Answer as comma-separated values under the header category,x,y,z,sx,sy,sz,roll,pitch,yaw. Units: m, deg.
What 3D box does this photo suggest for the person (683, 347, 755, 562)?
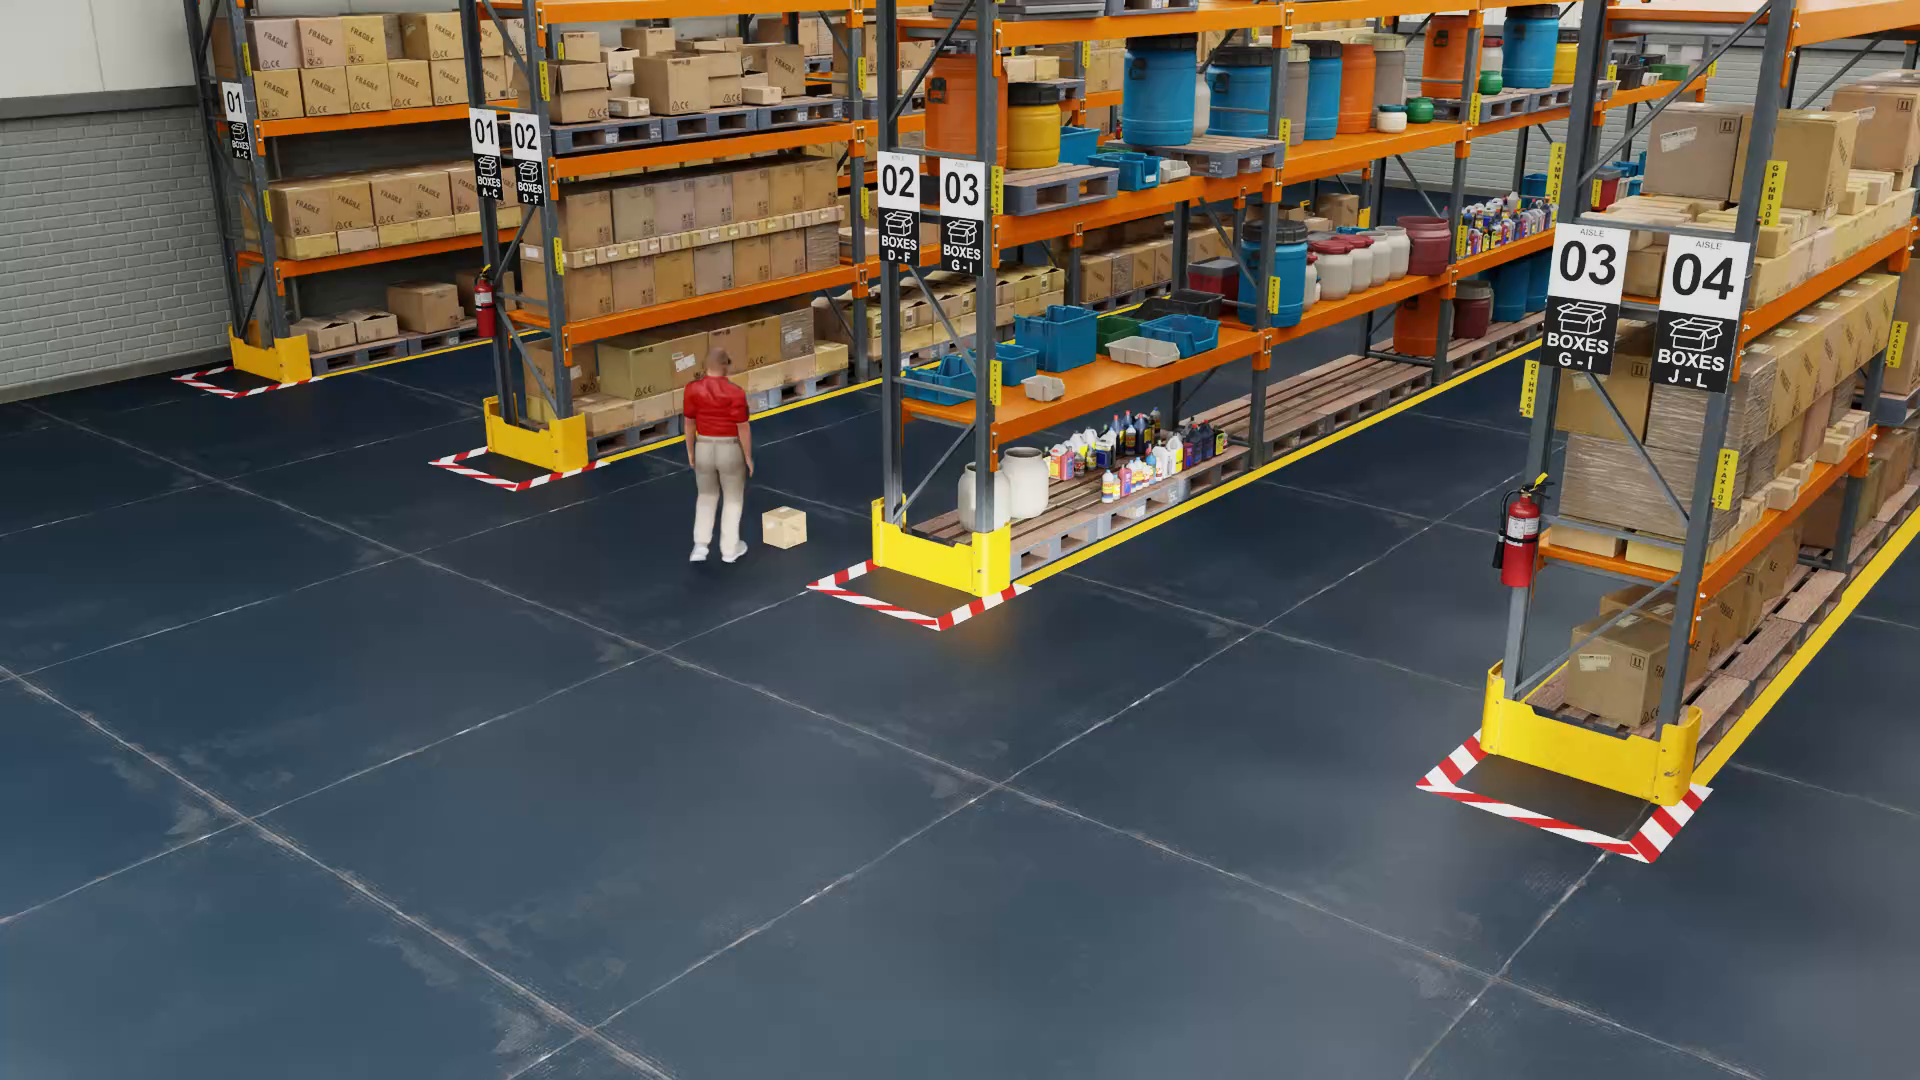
category,x,y,z,sx,sy,sz,roll,pitch,yaw
person,-1.850,-0.645,12.859,0.554,1.738,0.554,5,21,13
